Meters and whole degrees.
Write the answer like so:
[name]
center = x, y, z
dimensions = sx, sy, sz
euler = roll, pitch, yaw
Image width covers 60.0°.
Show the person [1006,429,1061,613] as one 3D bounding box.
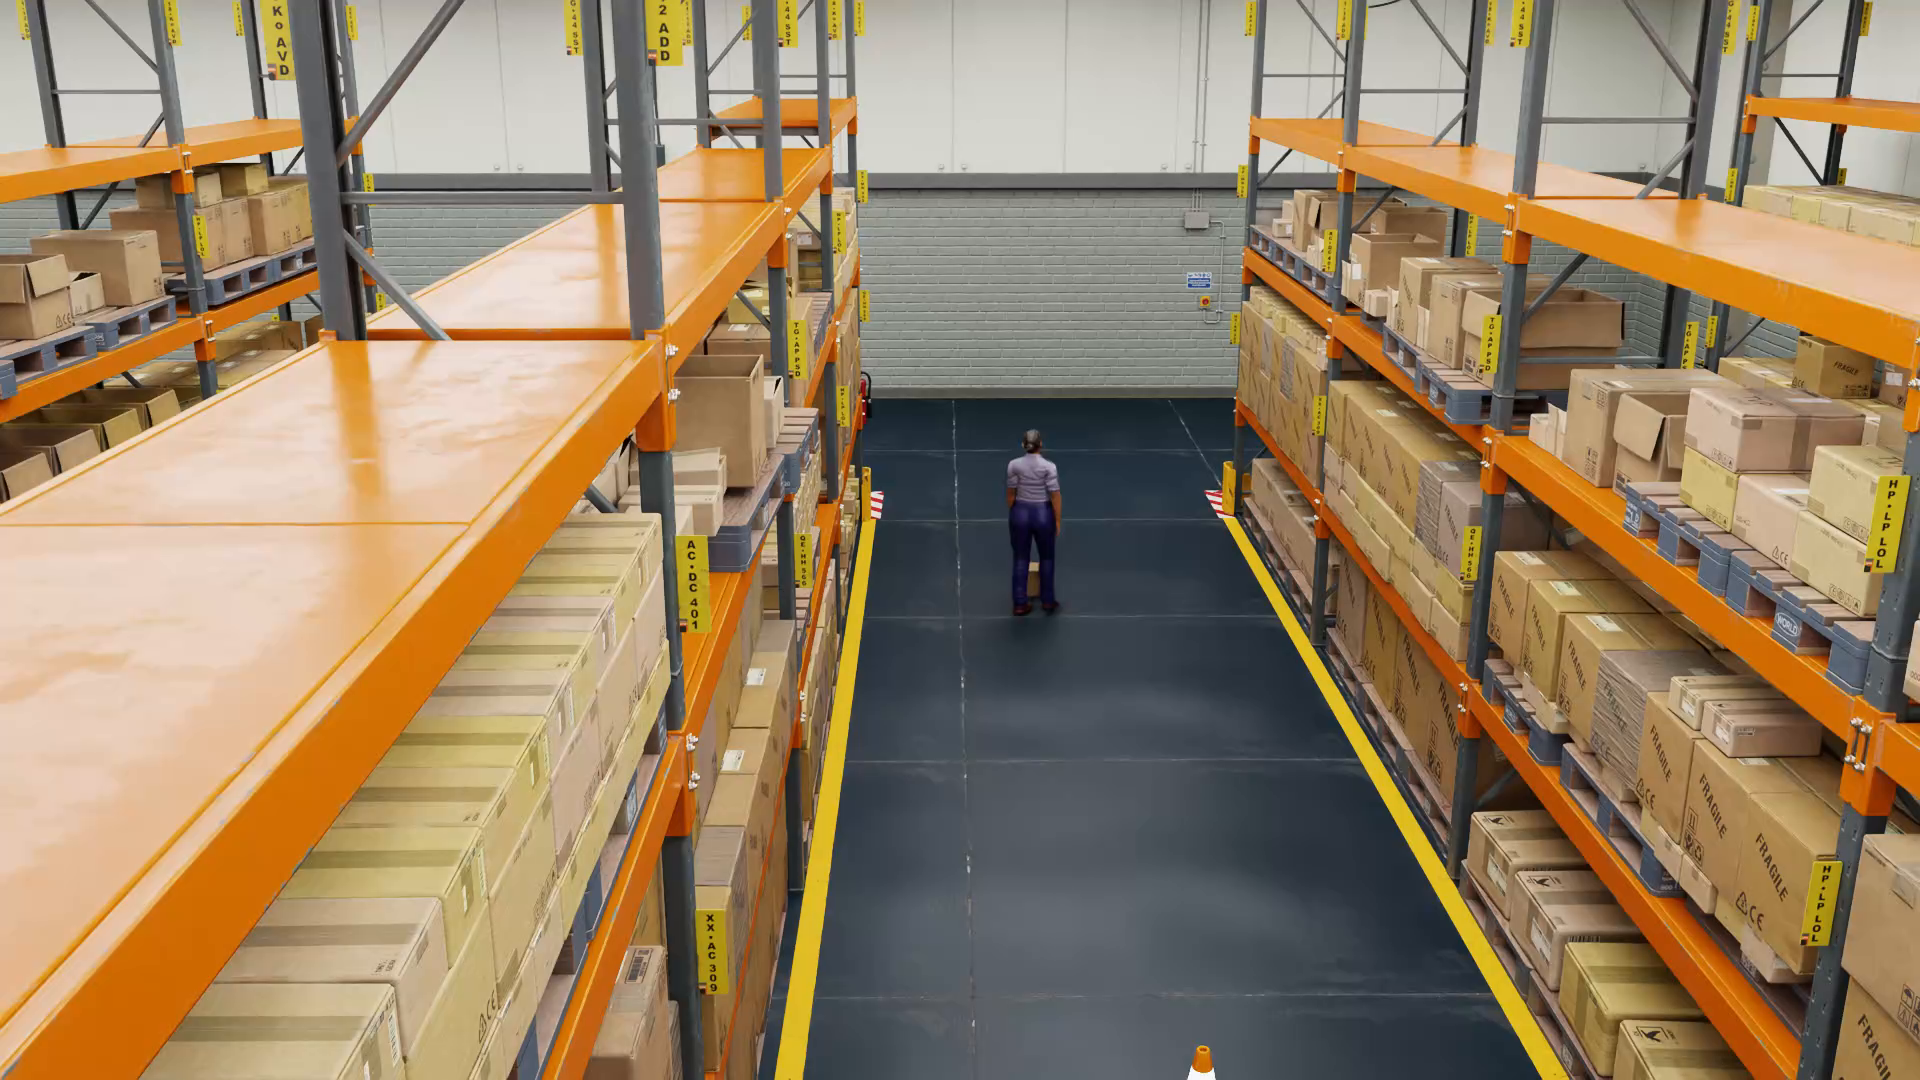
[person]
center = 0.649, -0.167, 14.628
dimensions = 0.495, 1.668, 0.484
euler = 4, 18, 11
